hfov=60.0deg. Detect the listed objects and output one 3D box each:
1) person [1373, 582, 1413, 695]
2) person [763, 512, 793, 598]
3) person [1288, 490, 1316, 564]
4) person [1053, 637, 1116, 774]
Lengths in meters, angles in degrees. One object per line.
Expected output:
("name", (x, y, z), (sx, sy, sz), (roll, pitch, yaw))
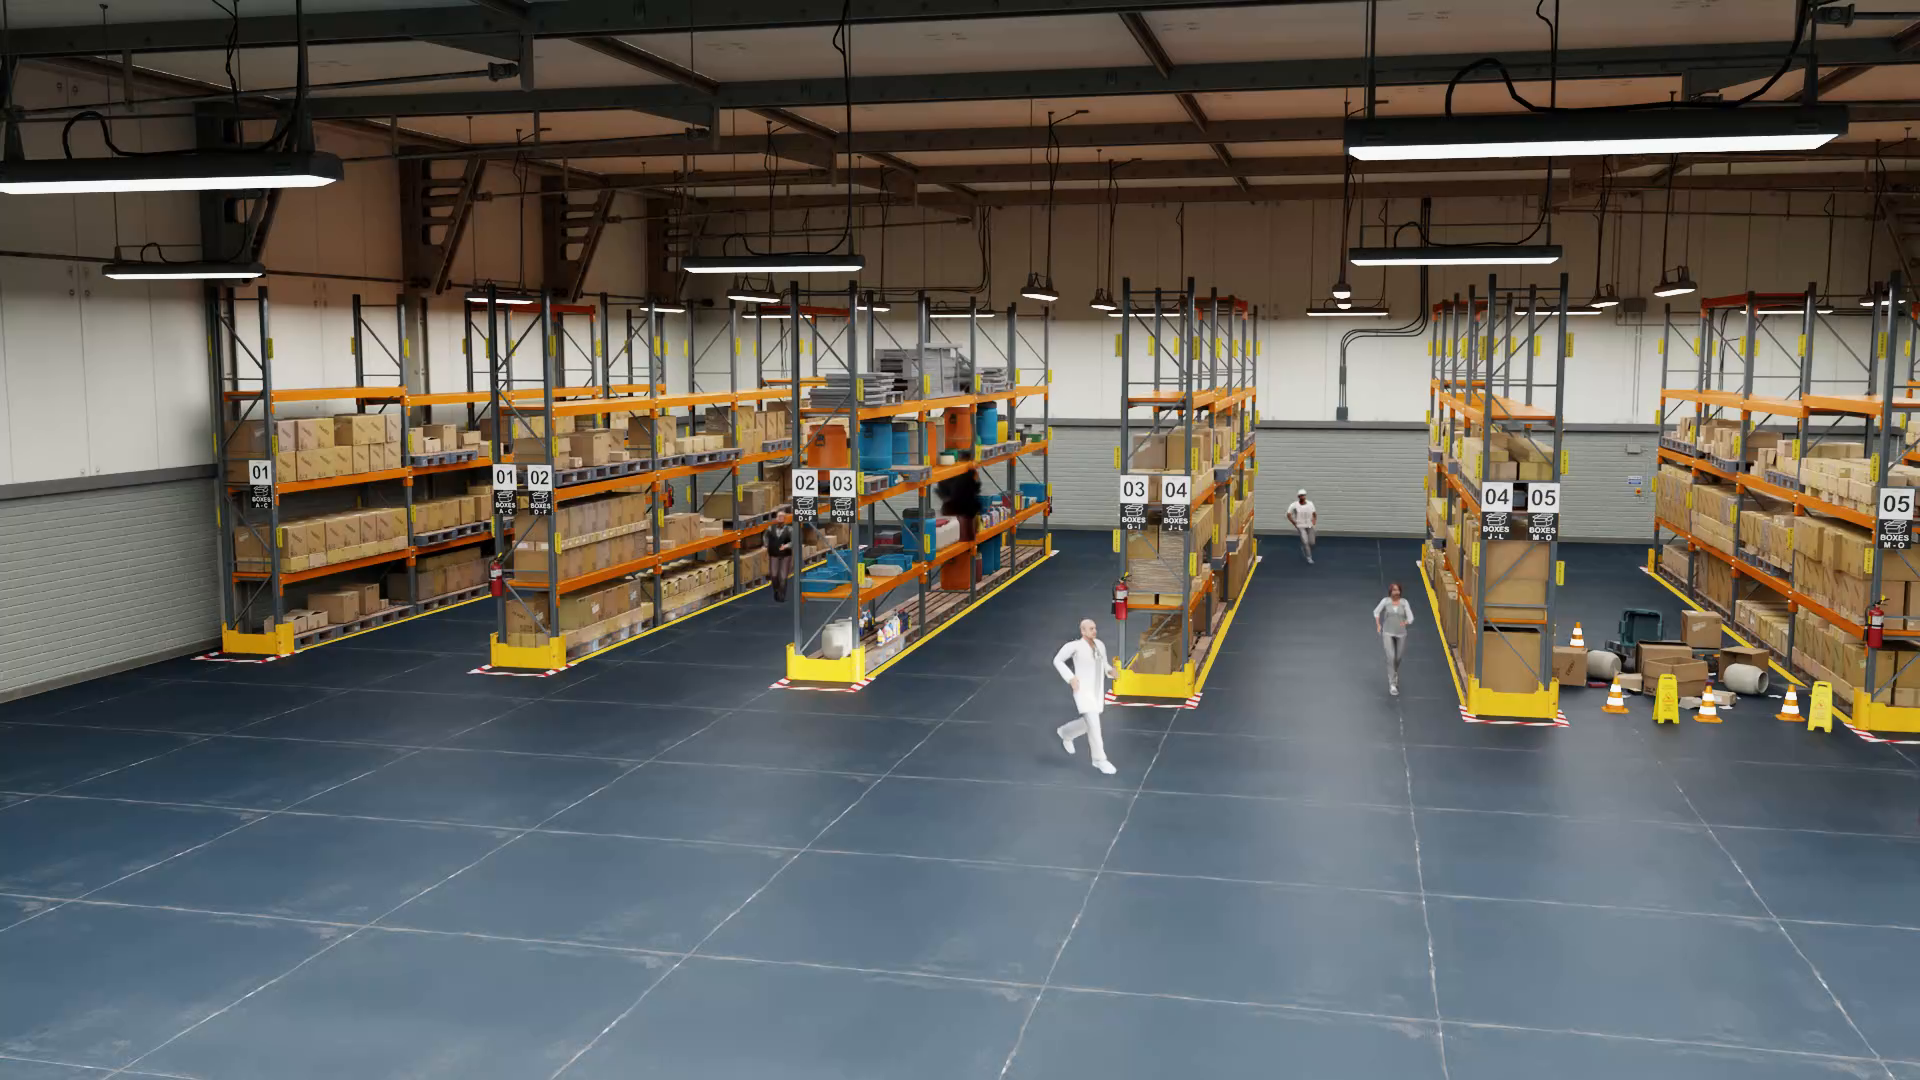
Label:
("person", (6.343, 1.415, 24.344), (0.546, 1.586, 0.818), (1, 7, 5))
("person", (-3.361, 0.293, 30.934), (0.663, 1.636, 0.584), (0, 7, 0))
("person", (8.034, -0.326, 39.044), (0.673, 1.720, 0.793), (-1, 7, -6))
("person", (1.513, 1.939, 19.958), (0.710, 1.580, 1.034), (-6, 9, -42))
